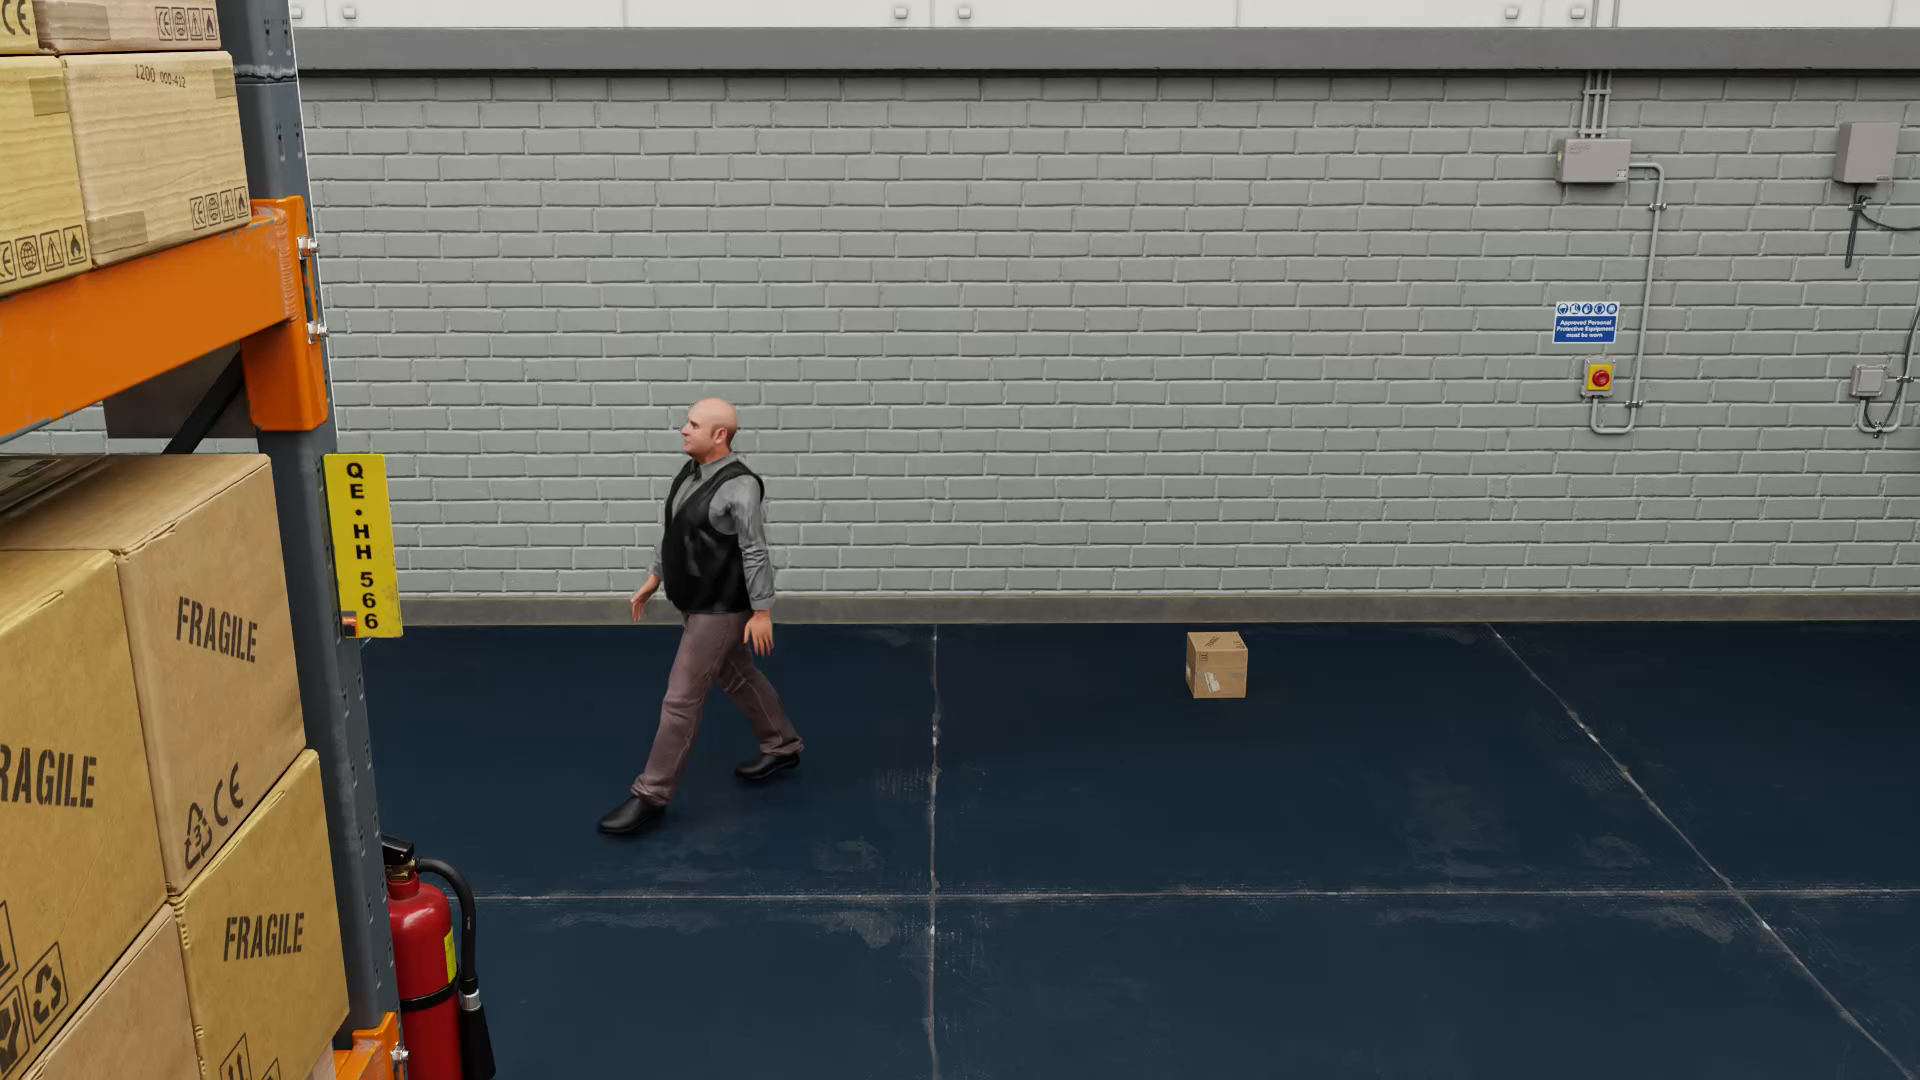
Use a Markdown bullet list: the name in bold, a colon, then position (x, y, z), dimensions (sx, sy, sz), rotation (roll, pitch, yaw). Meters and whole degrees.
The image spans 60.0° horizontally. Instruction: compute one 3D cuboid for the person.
- **person**: position (-1.087, 0.257, 6.701), dimensions (0.972, 1.667, 0.568), rotation (-10, 19, -29)
